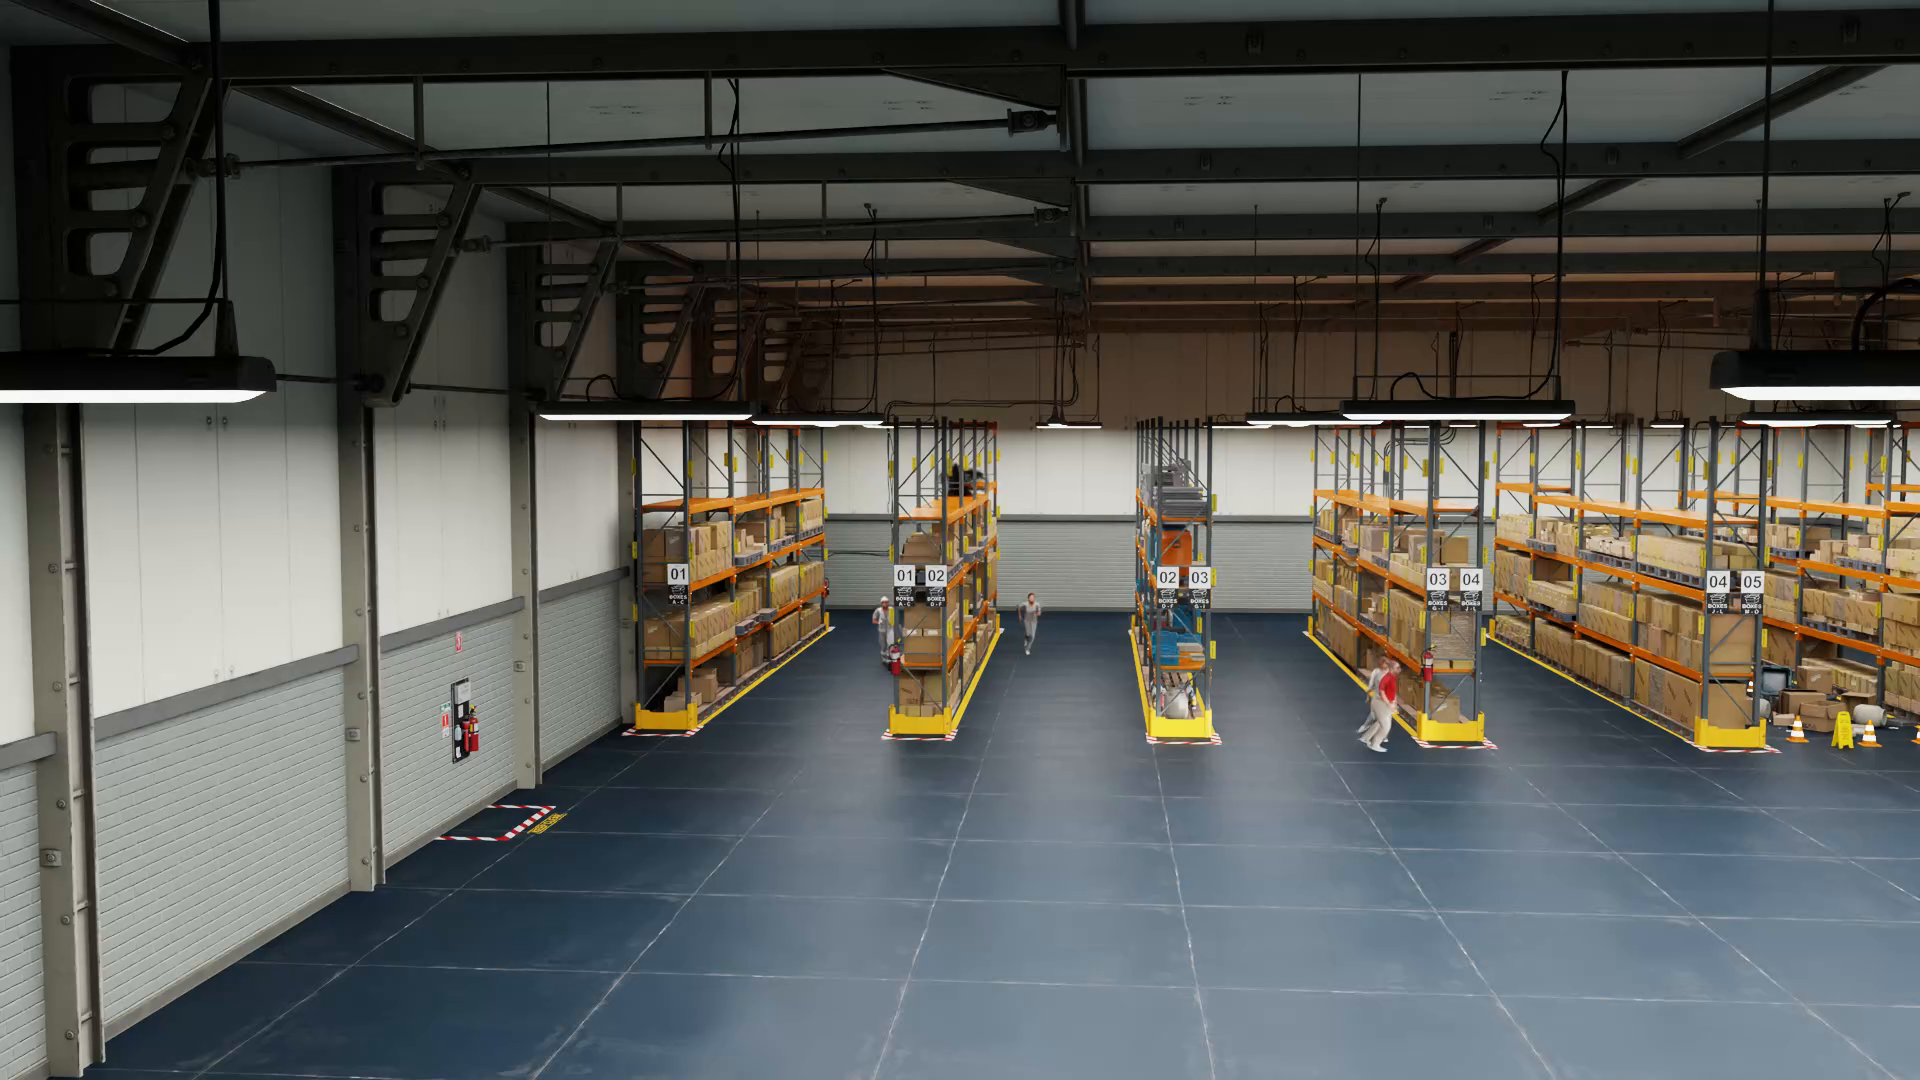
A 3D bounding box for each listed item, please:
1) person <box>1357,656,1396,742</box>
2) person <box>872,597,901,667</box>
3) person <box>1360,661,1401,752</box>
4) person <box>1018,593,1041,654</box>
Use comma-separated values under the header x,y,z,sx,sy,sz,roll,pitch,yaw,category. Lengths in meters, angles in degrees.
x,y,z,sx,sy,sz,roll,pitch,yaw,category
7.697,2.919,30.715,0.603,1.568,0.542,0,4,-1,person
-1.767,2.225,40.174,0.688,1.758,0.994,0,4,1,person
7.503,2.965,29.743,0.763,1.665,0.669,2,4,26,person
1.798,2.149,42.617,0.546,1.598,0.686,-1,4,-11,person
